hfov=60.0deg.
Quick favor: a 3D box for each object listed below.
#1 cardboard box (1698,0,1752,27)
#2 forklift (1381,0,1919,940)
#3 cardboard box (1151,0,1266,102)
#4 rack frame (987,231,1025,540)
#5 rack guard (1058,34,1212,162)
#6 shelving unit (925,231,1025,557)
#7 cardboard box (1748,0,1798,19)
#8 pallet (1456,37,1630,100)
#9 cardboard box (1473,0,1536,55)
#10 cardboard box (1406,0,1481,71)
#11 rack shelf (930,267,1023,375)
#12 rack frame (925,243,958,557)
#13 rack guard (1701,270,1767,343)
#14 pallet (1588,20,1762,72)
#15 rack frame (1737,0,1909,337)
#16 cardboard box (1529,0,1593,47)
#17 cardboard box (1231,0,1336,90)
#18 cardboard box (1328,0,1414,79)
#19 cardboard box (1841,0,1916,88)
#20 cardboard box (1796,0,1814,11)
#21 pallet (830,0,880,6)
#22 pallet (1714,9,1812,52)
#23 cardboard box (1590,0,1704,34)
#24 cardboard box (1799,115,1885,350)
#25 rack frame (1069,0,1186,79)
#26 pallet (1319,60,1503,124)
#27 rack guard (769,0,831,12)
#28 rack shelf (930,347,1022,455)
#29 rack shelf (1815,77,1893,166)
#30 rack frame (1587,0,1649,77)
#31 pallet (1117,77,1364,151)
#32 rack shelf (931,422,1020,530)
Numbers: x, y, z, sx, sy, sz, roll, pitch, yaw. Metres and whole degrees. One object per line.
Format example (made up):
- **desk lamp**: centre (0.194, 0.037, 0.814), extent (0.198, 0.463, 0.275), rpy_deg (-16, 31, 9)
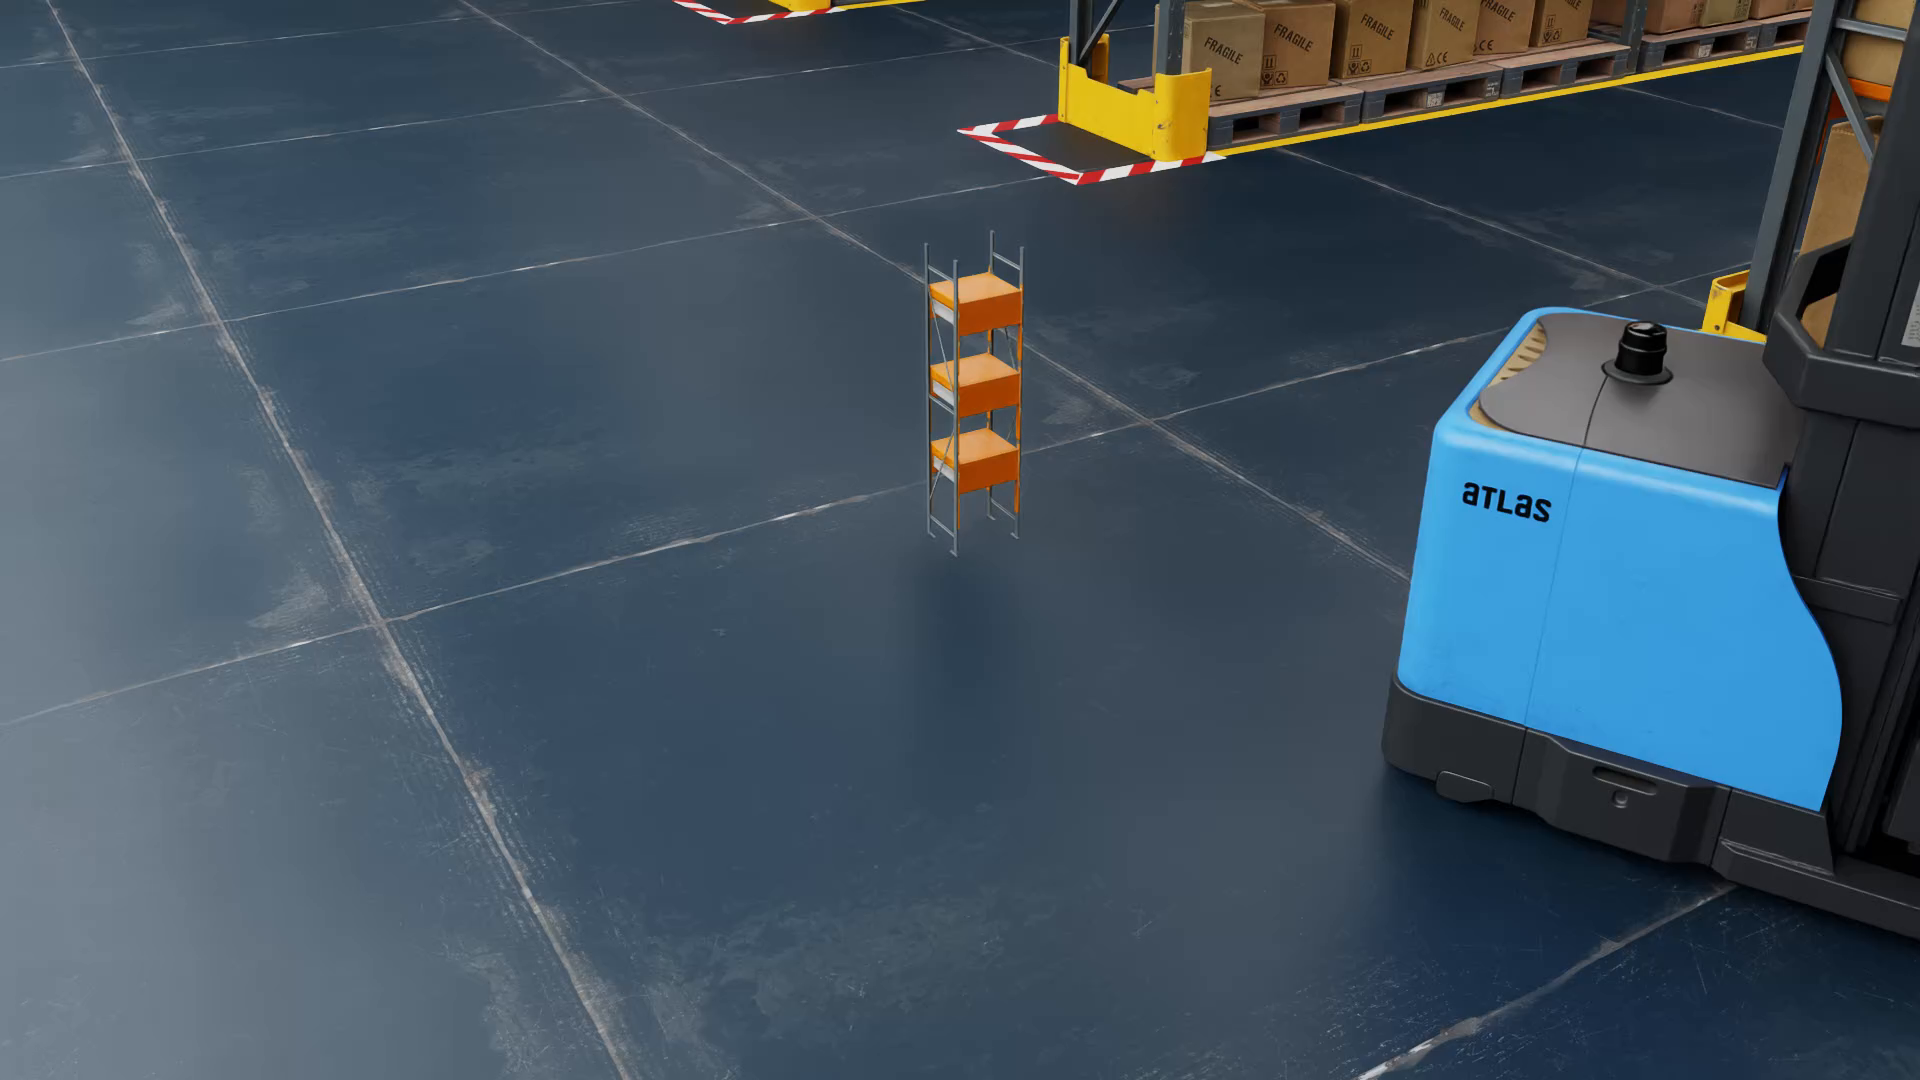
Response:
- **cardboard box**: centre (5.391, -4.119, 12.241), extent (0.500, 0.500, 0.700), rpy_deg (-16, 33, -27)
- **forklift**: centre (2.685, -0.467, 3.563), extent (3.031, 2.935, 1.130), rpy_deg (16, 33, 26)
- **cardboard box**: centre (1.528, -3.027, 10.282), extent (0.500, 0.500, 0.500), rpy_deg (-10, 30, -17)
- **rack frame**: centre (0.151, -0.503, 5.574), extent (0.008, 1.050, 0.200), rpy_deg (-16, 33, -26)
- **rack guard**: centre (1.047, -2.715, 10.153), extent (0.348, 0.500, 1.175), rpy_deg (-16, 33, -26)
- **shelving unit**: centre (0.046, -0.473, 5.520), extent (0.252, 1.050, 0.215), rpy_deg (-16, 33, -26)
- **cardboard box**: centre (5.873, -4.256, 12.489), extent (0.500, 0.500, 0.700), rpy_deg (-19, 34, -30)
- **pallet**: centre (3.869, -3.370, 11.639), extent (1.213, 0.211, 1.003), rpy_deg (-16, 33, -26)
- **cardboard box**: centre (3.575, -3.635, 11.385), extent (0.500, 0.500, 0.500), rpy_deg (-6, 29, -11)
- **cardboard box**: centre (3.080, -3.450, 11.050), extent (0.500, 0.500, 0.500), rpy_deg (-19, 34, -31)
- **rack shelf**: centre (0.046, -0.712, 5.388), extent (0.240, 0.259, 0.215), rpy_deg (-16, 33, -26)
- **rack frame**: centre (-0.059, -0.443, 5.466), extent (0.008, 1.050, 0.200), rpy_deg (-16, 33, -26)
- **rack guard**: centre (3.387, -0.600, 6.320), extent (0.348, 0.500, 1.175), rpy_deg (-16, 33, -26)
- **pallet**: centre (5.101, -3.741, 12.310), extent (1.213, 0.211, 1.003), rpy_deg (-16, 33, -26)
- **rack frame**: centre (3.407, -1.700, 5.726), extent (0.127, 3.000, 1.000), rpy_deg (-16, 33, -26)
- **cardboard box**: centre (4.065, -3.779, 11.645), extent (0.500, 0.500, 0.500), rpy_deg (-17, 33, -28)
- **cardboard box**: centre (2.026, -3.187, 10.573), extent (0.500, 0.500, 0.500), rpy_deg (-8, 30, -13)
- **cardboard box**: centre (2.576, -3.332, 10.836), extent (0.500, 0.500, 0.500), rpy_deg (-13, 31, -22)
- **cardboard box**: centre (3.704, -1.876, 5.889), extent (0.550, 0.550, 0.875), rpy_deg (-16, 33, -26)
- **cardboard box**: centre (6.354, -4.393, 12.737), extent (0.500, 0.500, 0.700), rpy_deg (-13, 31, -22)
- **pallet**: centre (-0.783, -4.868, 14.353), extent (1.213, 0.211, 1.003), rpy_deg (-16, 33, -26)
- **pallet**: centre (6.154, -4.041, 12.854), extent (1.213, 0.211, 1.003), rpy_deg (-16, 33, -26)
- **cardboard box**: centre (4.971, -4.010, 12.043), extent (0.500, 0.500, 0.700), rpy_deg (-19, 34, -30)
- **cardboard box**: centre (3.958, -1.147, 6.489), extent (0.875, 0.875, 0.875), rpy_deg (-16, 33, -26)
- **rack frame**: centre (0.982, -3.791, 9.515), extent (0.127, 3.000, 1.000), rpy_deg (-16, 33, -26)
- **pallet**: centre (2.816, -3.070, 11.094), extent (1.213, 0.211, 1.003), rpy_deg (-16, 33, -26)
- **rack guard**: centre (-1.486, -4.798, 13.927), extent (0.348, 0.500, 1.175), rpy_deg (-16, 33, -26)
- **rack shelf**: centre (0.046, -0.463, 5.525), extent (0.240, 0.259, 0.215), rpy_deg (-16, 33, -26)
- **rack shelf**: centre (5.132, -1.875, 6.787), extent (4.000, 0.370, 1.077), rpy_deg (-16, 33, -26)
- **rack frame**: centre (4.430, -4.770, 11.289), extent (0.127, 3.000, 1.000), rpy_deg (-16, 33, -26)
- **pallet**: centre (1.765, -2.773, 10.556), extent (1.213, 0.211, 1.003), rpy_deg (-16, 33, -26)
- **rack shelf**: centre (0.046, -0.220, 5.659), extent (0.240, 0.259, 0.215), rpy_deg (-16, 33, -26)
